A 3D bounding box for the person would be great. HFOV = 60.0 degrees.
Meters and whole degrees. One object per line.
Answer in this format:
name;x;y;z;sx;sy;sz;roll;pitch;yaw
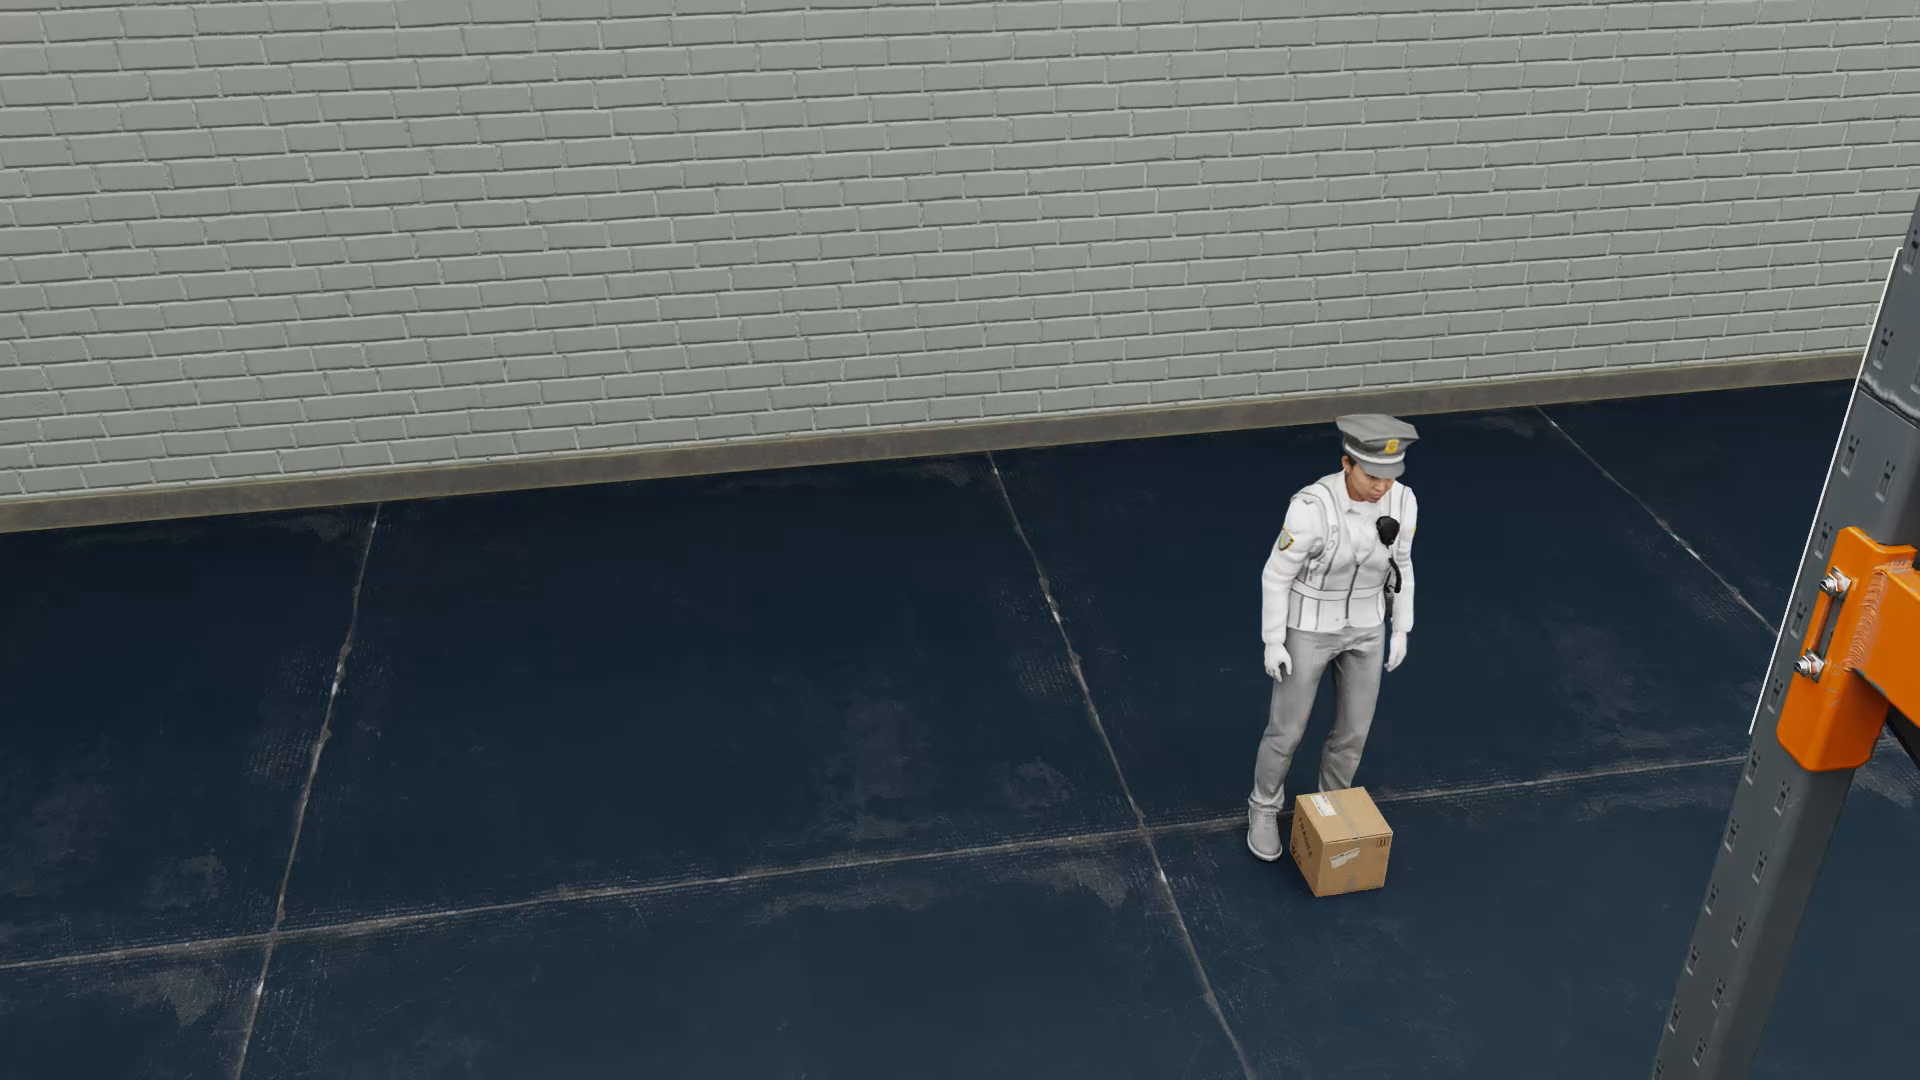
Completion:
person;1.264;0.326;5.582;0.528;1.664;0.402;-5;31;-9
